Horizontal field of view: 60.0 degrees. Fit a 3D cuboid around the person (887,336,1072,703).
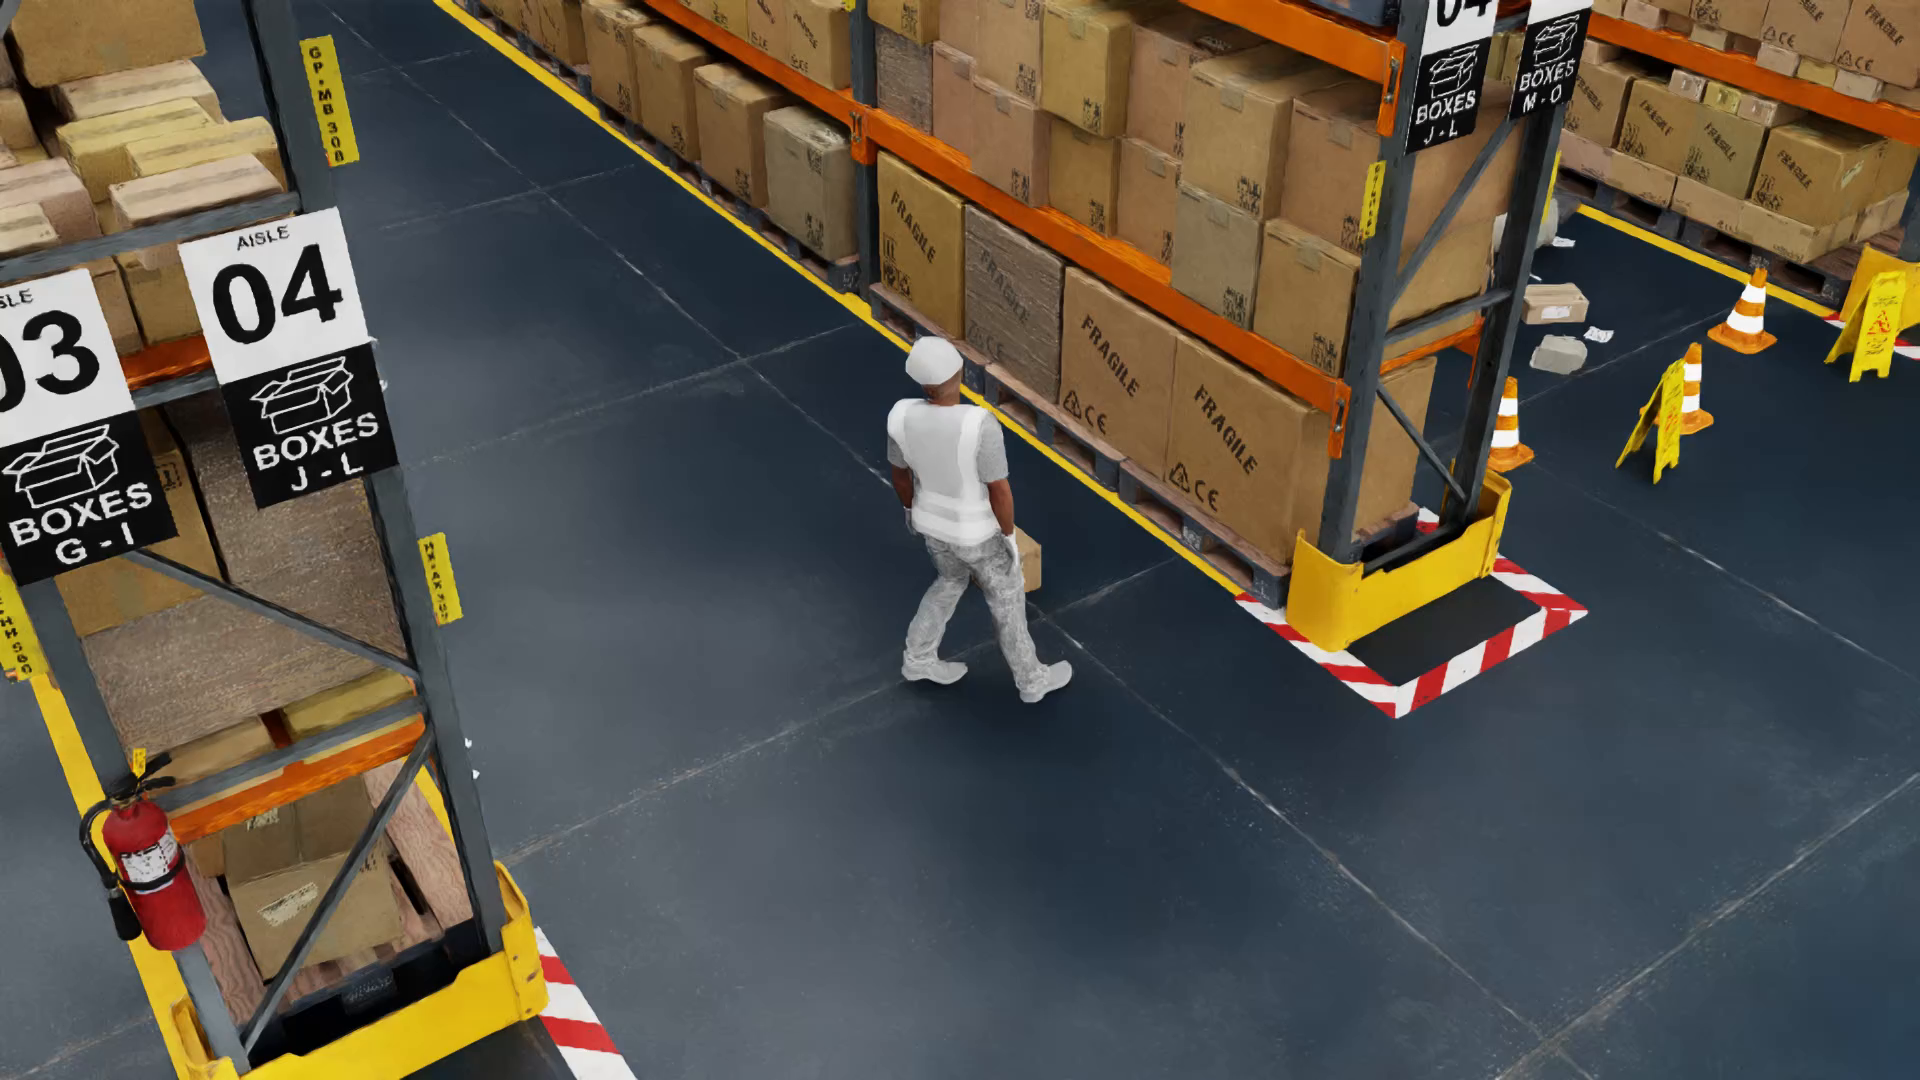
[{"bbox_3d":[0.095,-0.081,7.110,0.740,1.745,0.520,23,42,28],"label":"person"}]
